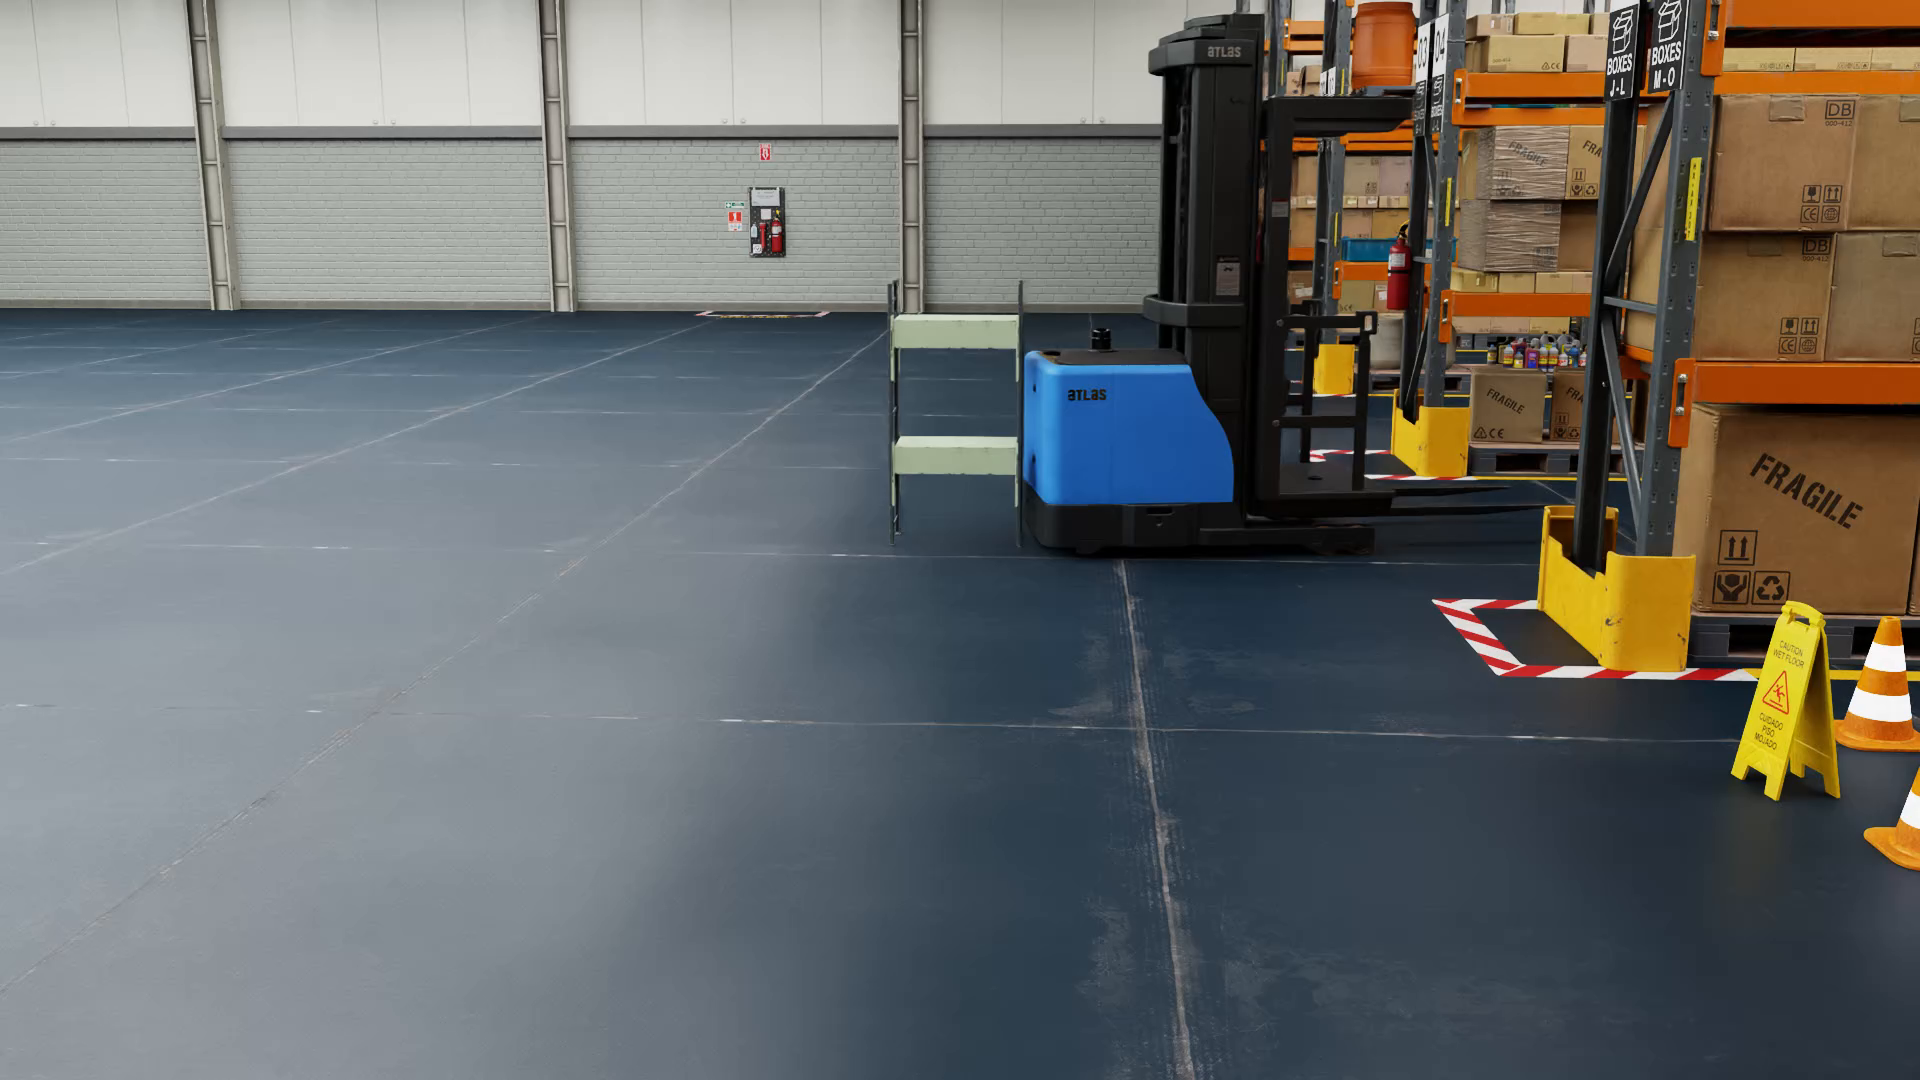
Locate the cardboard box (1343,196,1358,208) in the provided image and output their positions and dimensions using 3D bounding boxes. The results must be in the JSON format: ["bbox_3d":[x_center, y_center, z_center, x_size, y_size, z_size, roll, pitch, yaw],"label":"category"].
[{"bbox_3d":[4.985,-4.371,21.511,0.250,0.149,0.380,1,12,4],"label":"cardboard box"}]

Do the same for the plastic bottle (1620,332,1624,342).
[{"bbox_3d":[6.974,-2.009,17.441,0.185,0.351,0.144,1,12,5],"label":"plastic bottle"}]

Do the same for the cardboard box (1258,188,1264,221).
[{"bbox_3d":[4.879,-5.309,26.306,0.500,0.500,0.500,1,12,4],"label":"cardboard box"}]

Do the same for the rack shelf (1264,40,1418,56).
[{"bbox_3d":[6.418,-7.628,26.023,4.000,0.370,1.077,1,12,4],"label":"rack shelf"}]

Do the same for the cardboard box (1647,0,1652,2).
[{"bbox_3d":[4.893,-3.869,11.422,0.500,0.500,0.500,1,12,4],"label":"cardboard box"}]

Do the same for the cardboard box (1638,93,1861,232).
[{"bbox_3d":[3.365,-1.614,7.156,0.550,0.550,0.875,1,12,4],"label":"cardboard box"}]

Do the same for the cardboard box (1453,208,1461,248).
[{"bbox_3d":[6.617,-4.074,21.672,0.500,0.500,0.700,1,12,5],"label":"cardboard box"}]

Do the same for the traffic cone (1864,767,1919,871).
[{"bbox_3d":[3.018,0.740,5.101,0.334,0.463,0.336,1,12,4],"label":"traffic cone"}]

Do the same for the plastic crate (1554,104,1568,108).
[{"bbox_3d":[6.196,-4.436,16.841,0.450,0.188,0.336,1,12,4],"label":"plastic crate"}]

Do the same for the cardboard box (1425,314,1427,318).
[{"bbox_3d":[6.112,-2.847,21.742,0.500,0.250,0.500,1,12,4],"label":"cardboard box"}]

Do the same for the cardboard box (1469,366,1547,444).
[{"bbox_3d":[4.052,-1.007,12.337,0.500,0.500,0.500,3,12,14],"label":"cardboard box"}]

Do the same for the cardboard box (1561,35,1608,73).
[{"bbox_3d":[4.408,-3.367,11.578,0.500,0.250,0.500,1,12,2],"label":"cardboard box"}]

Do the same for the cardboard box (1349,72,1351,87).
[{"bbox_3d":[5.800,-7.013,25.905,0.500,0.500,0.500,1,12,5],"label":"cardboard box"}]

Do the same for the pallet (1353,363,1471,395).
[{"bbox_3d":[4.650,-1.681,17.287,1.213,0.211,1.003,1,12,4],"label":"pallet"}]

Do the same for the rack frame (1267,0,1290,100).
[{"bbox_3d":[4.096,-6.997,21.242,0.127,3.000,1.000,1,12,4],"label":"rack frame"}]

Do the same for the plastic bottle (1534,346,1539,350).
[{"bbox_3d":[6.021,-1.923,17.393,0.097,0.201,0.097,0,12,0],"label":"plastic bottle"}]

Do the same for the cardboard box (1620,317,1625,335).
[{"bbox_3d":[8.473,-2.810,21.565,0.500,0.250,0.500,1,12,2],"label":"cardboard box"}]

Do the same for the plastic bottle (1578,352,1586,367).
[{"bbox_3d":[6.295,-1.796,16.788,0.097,0.201,0.097,0,12,0],"label":"plastic bottle"}]

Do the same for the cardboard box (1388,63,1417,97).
[{"bbox_3d":[5.734,-5.774,21.106,0.500,0.500,0.500,1,12,4],"label":"cardboard box"}]

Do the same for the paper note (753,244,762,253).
[{"bbox_3d":[-3.443,-4.949,28.254,0.142,0.148,0.016,1,12,4],"label":"paper note"}]

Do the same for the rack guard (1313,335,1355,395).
[{"bbox_3d":[3.840,-1.834,17.316,0.348,0.500,1.175,1,12,4],"label":"rack guard"}]

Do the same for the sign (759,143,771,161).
[{"bbox_3d":[-3.272,-6.519,27.945,0.199,0.298,0.001,1,12,4],"label":"sign"}]

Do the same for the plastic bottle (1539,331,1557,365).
[{"bbox_3d":[6.176,-2.020,17.494,0.185,0.351,0.144,1,12,6],"label":"plastic bottle"}]

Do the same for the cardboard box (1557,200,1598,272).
[{"bbox_3d":[4.484,-2.236,12.162,0.500,0.500,0.875,1,12,4],"label":"cardboard box"}]

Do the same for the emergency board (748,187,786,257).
[{"bbox_3d":[-3.271,-5.364,28.084,0.643,1.169,0.194,1,12,4],"label":"emergency board"}]

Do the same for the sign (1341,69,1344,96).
[{"bbox_3d":[3.720,-4.409,16.174,0.005,0.325,0.100,1,12,4],"label":"sign"}]

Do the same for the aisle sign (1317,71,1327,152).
[{"bbox_3d":[3.709,-4.383,17.047,0.004,0.787,0.394,1,12,4],"label":"aisle sign"}]

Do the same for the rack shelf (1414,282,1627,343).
[{"bbox_3d":[5.425,-1.658,12.124,4.000,0.370,1.077,1,12,4],"label":"rack shelf"}]

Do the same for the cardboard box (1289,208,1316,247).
[{"bbox_3d":[4.561,-4.101,21.803,0.500,0.500,0.700,1,12,4],"label":"cardboard box"}]

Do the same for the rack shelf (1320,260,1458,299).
[{"bbox_3d":[5.756,-2.670,16.961,4.000,0.370,1.077,1,12,4],"label":"rack shelf"}]

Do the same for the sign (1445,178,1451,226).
[{"bbox_3d":[3.394,-2.350,11.563,0.005,0.325,0.100,1,12,4],"label":"sign"}]

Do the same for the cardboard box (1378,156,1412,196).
[{"bbox_3d":[5.641,-4.722,21.605,0.500,0.500,0.700,1,12,4],"label":"cardboard box"}]

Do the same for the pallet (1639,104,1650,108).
[{"bbox_3d":[7.026,-4.360,16.421,1.003,0.211,1.213,1,12,4],"label":"pallet"}]

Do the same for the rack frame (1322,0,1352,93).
[{"bbox_3d":[3.761,-5.986,16.404,0.127,3.000,1.000,1,12,4],"label":"rack frame"}]

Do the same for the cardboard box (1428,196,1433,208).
[{"bbox_3d":[6.006,-4.357,21.442,0.250,0.149,0.380,1,12,4],"label":"cardboard box"}]

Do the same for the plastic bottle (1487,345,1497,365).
[{"bbox_3d":[5.623,-1.959,17.568,0.097,0.201,0.097,0,12,0],"label":"plastic bottle"}]

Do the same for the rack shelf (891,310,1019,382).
[{"bbox_3d":[-0.019,-1.116,9.532,0.720,0.370,0.431,1,12,3],"label":"rack shelf"}]

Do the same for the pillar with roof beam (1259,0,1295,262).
[{"bbox_3d":[4.891,-7.297,22.675,0.400,9.000,9.100,1,12,4],"label":"pillar with roof beam"}]

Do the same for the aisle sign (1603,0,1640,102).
[{"bbox_3d":[2.947,-2.360,7.375,0.004,0.787,0.394,1,12,4],"label":"aisle sign"}]

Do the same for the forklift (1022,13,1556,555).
[{"bbox_3d":[1.920,-1.456,9.568,3.031,2.935,1.130,-1,12,-6],"label":"forklift"}]

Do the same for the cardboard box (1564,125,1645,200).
[{"bbox_3d":[4.459,-2.650,11.697,0.500,0.500,0.500,1,12,4],"label":"cardboard box"}]

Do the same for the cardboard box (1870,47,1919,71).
[{"bbox_3d":[6.428,-3.340,11.447,0.500,0.250,0.500,1,12,5],"label":"cardboard box"}]

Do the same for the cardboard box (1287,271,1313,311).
[{"bbox_3d":[4.651,-3.341,22.273,0.500,0.500,0.500,1,12,4],"label":"cardboard box"}]

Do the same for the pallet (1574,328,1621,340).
[{"bbox_3d":[8.824,-2.639,21.870,1.213,0.211,1.003,1,12,4],"label":"pallet"}]

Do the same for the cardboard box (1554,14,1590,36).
[{"bbox_3d":[4.202,-3.575,11.597,0.250,0.149,0.380,1,12,3],"label":"cardboard box"}]

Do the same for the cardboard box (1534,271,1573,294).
[{"bbox_3d":[4.195,-1.848,11.890,0.250,0.149,0.380,1,12,4],"label":"cardboard box"}]

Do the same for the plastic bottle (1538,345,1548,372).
[{"bbox_3d":[5.891,-1.836,16.808,0.097,0.271,0.097,0,12,0],"label":"plastic bottle"}]

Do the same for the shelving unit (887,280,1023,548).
[{"bbox_3d":[-0.019,-0.734,9.612,0.755,1.500,0.431,1,12,3],"label":"shelving unit"}]
